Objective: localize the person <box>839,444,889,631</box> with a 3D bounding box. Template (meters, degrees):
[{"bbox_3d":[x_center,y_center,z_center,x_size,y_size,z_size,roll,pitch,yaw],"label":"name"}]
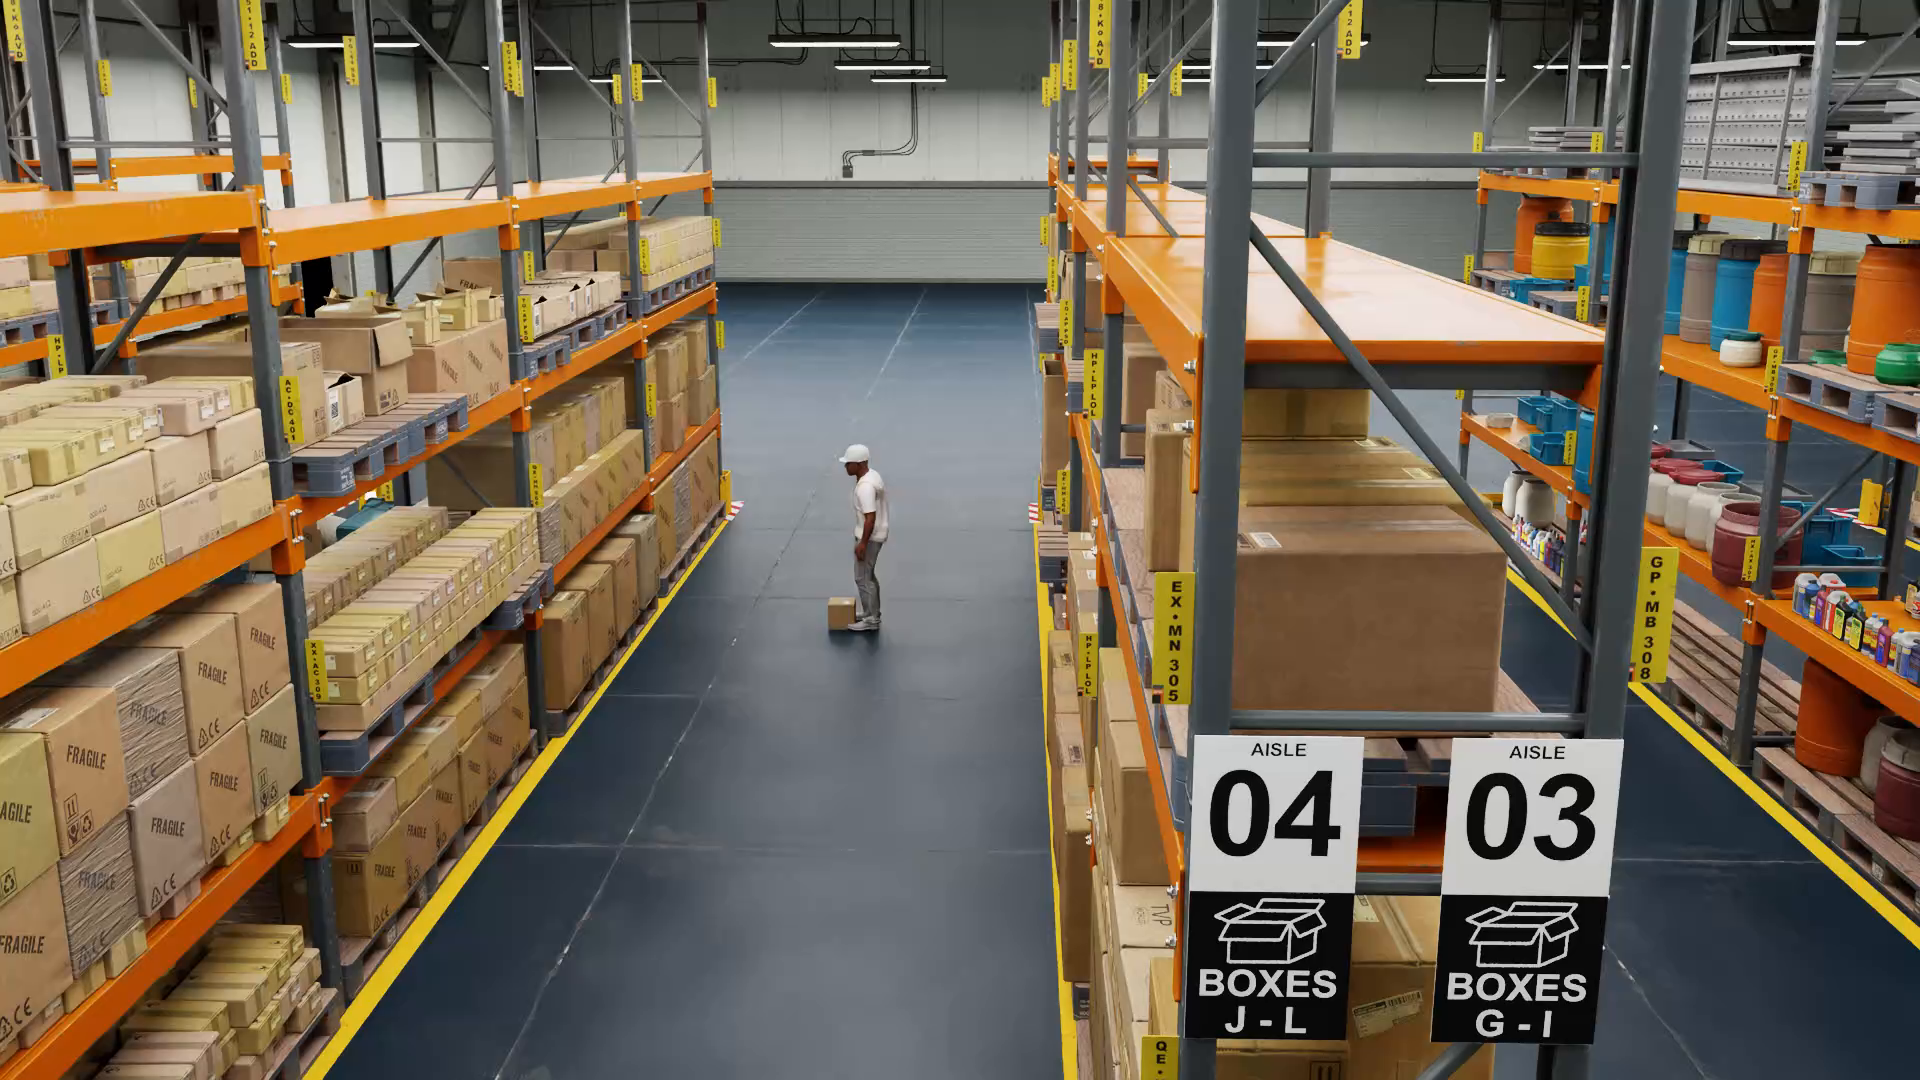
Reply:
[{"bbox_3d":[-0.890,-0.032,15.590,0.454,1.761,0.636,0,14,-1],"label":"person"}]
